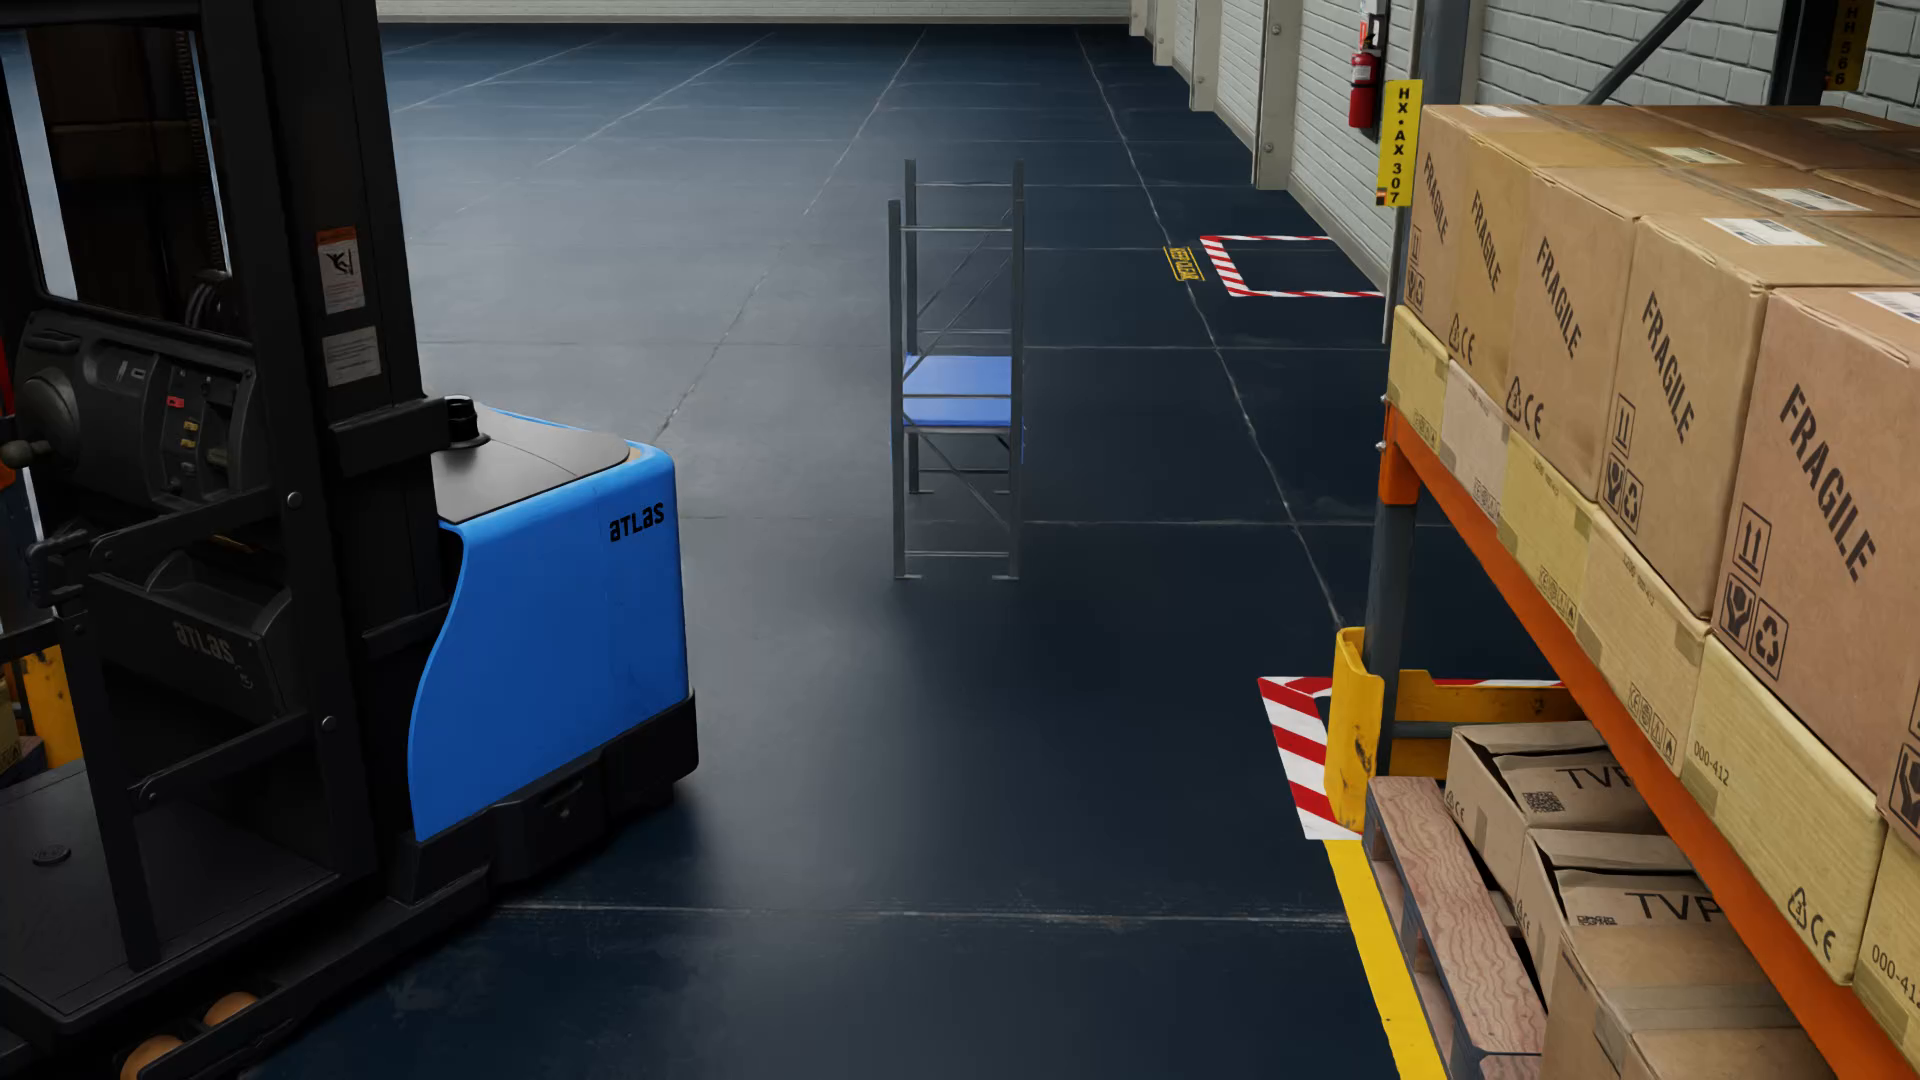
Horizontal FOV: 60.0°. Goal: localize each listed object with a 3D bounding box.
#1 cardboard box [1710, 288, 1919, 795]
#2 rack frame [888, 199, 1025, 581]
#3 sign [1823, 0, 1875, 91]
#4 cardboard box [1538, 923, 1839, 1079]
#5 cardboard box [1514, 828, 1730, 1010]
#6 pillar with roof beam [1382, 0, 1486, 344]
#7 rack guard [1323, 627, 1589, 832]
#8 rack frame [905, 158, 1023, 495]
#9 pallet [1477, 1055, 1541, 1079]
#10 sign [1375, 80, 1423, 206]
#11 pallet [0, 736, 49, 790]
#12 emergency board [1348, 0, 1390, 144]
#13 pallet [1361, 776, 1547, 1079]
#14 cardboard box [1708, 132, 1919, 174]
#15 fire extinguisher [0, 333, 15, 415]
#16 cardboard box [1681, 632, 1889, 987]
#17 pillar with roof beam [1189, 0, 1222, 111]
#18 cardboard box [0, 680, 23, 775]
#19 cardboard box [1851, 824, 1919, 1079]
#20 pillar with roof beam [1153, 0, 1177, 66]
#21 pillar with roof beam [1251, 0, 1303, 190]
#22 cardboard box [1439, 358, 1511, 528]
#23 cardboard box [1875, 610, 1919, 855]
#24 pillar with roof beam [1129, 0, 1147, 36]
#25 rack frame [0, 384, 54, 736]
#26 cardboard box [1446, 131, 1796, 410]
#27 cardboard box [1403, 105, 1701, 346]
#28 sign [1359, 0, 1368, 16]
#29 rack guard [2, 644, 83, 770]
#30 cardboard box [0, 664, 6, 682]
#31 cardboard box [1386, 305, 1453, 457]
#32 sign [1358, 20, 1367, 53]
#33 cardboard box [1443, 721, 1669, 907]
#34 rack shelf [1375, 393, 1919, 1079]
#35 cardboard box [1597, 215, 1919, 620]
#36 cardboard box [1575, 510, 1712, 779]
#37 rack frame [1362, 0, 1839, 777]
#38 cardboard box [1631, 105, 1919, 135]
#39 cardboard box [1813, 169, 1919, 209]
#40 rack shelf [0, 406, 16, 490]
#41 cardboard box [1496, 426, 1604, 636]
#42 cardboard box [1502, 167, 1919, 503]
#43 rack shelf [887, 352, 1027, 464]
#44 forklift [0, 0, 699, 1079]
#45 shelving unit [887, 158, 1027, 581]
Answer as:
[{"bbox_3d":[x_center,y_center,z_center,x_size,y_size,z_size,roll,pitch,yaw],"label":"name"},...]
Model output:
[{"bbox_3d":[1.318,-0.011,2.054,0.500,0.500,0.500,0,21,0],"label":"cardboard box"},{"bbox_3d":[-0.013,-0.546,6.363,0.500,1.500,0.032,1,21,2],"label":"rack frame"},{"bbox_3d":[2.253,-1.306,4.209,0.100,0.325,0.005,1,21,2],"label":"sign"},{"bbox_3d":[1.498,1.048,3.027,0.700,0.500,0.500,-1,21,-2],"label":"cardboard box"},{"bbox_3d":[1.571,0.872,3.744,0.500,0.311,0.500,2,21,6],"label":"cardboard box"},{"bbox_3d":[-1.578,-5.383,8.462,9.100,9.000,0.400,1,21,2],"label":"pillar with roof beam"},{"bbox_3d":[1.697,0.561,4.892,1.175,0.500,0.348,1,21,2],"label":"rack guard"},{"bbox_3d":[0.018,-0.914,7.311,0.500,1.500,0.032,1,21,2],"label":"rack frame"},{"bbox_3d":[1.597,1.429,3.054,1.003,0.211,1.213,1,21,2],"label":"pallet"},{"bbox_3d":[1.156,-1.041,4.369,0.100,0.325,0.005,1,21,2],"label":"sign"},{"bbox_3d":[-3.234,0.892,4.438,1.003,0.211,1.213,1,21,2],"label":"pallet"},{"bbox_3d":[2.838,-3.432,11.726,0.194,1.169,0.643,1,21,2],"label":"emergency board"},{"bbox_3d":[1.636,0.989,4.188,1.003,0.211,1.213,1,21,2],"label":"pallet"},{"bbox_3d":[1.872,-0.566,3.484,0.500,0.500,0.500,1,21,2],"label":"cardboard box"},{"bbox_3d":[-2.785,-0.686,4.758,0.296,0.674,0.183,1,21,2],"label":"fire extinguisher"},{"bbox_3d":[1.312,0.338,2.190,0.500,0.250,0.500,1,21,1],"label":"cardboard box"},{"bbox_3d":[-1.213,-9.722,19.644,9.100,9.000,0.400,1,21,2],"label":"pillar with roof beam"},{"bbox_3d":[-2.974,0.598,4.561,0.500,0.250,0.500,1,21,2],"label":"cardboard box"},{"bbox_3d":[1.312,0.520,1.721,0.500,0.250,0.500,1,21,2],"label":"cardboard box"},{"bbox_3d":[-1.031,-11.891,25.235,9.100,9.000,0.400,1,21,2],"label":"pillar with roof beam"},{"bbox_3d":[-1.396,-7.552,14.053,9.100,9.000,0.400,1,21,2],"label":"pillar with roof beam"},{"bbox_3d":[1.365,-0.210,3.604,0.500,0.250,0.500,0,21,0],"label":"cardboard box"},{"bbox_3d":[1.292,0.171,1.585,0.500,0.500,0.500,1,21,1],"label":"cardboard box"},{"bbox_3d":[-0.848,-14.060,30.826,9.100,9.000,0.400,1,21,2],"label":"pillar with roof beam"},{"bbox_3d":[-3.253,-0.685,4.647,1.000,3.000,0.127,1,21,2],"label":"rack frame"},{"bbox_3d":[1.359,-0.573,3.502,0.500,0.500,0.500,1,21,2],"label":"cardboard box"},{"bbox_3d":[1.384,-0.751,3.962,0.500,0.500,0.500,1,21,2],"label":"cardboard box"},{"bbox_3d":[2.949,-3.893,12.132,0.001,0.109,0.331,1,21,2],"label":"sign"},{"bbox_3d":[-3.252,0.472,5.122,1.175,0.500,0.348,1,21,2],"label":"rack guard"},{"bbox_3d":[-2.972,0.249,4.425,0.500,0.500,0.500,1,21,2],"label":"cardboard box"},{"bbox_3d":[1.367,-0.398,4.088,0.500,0.250,0.500,0,21,0],"label":"cardboard box"},{"bbox_3d":[2.958,-3.647,12.232,0.001,0.329,0.234,1,21,2],"label":"sign"},{"bbox_3d":[1.588,0.666,4.275,0.500,0.311,0.500,-2,21,-4],"label":"cardboard box"},{"bbox_3d":[1.638,0.427,2.777,1.077,0.370,4.000,1,21,2],"label":"rack shelf"},{"bbox_3d":[1.333,-0.199,2.539,0.500,0.500,0.500,1,21,3],"label":"cardboard box"},{"bbox_3d":[1.326,0.157,2.658,0.500,0.250,0.500,1,21,2],"label":"cardboard box"},{"bbox_3d":[1.699,-0.632,4.510,1.000,3.000,0.127,1,21,2],"label":"rack frame"},{"bbox_3d":[1.897,-0.748,3.953,0.500,0.500,0.500,0,21,1],"label":"cardboard box"},{"bbox_3d":[1.860,-0.379,3.002,0.500,0.500,0.500,0,21,0],"label":"cardboard box"},{"bbox_3d":[-3.314,0.374,2.914,1.077,0.370,4.000,1,21,2],"label":"rack shelf"},{"bbox_3d":[1.344,-0.026,3.129,0.500,0.250,0.500,0,21,1],"label":"cardboard box"},{"bbox_3d":[1.337,-0.386,3.020,0.500,0.500,0.500,0,21,0],"label":"cardboard box"},{"bbox_3d":[0.003,-0.562,6.902,0.538,0.185,1.000,1,21,2],"label":"rack shelf"},{"bbox_3d":[-2.041,-0.280,3.699,1.130,2.935,3.031,14,25,32],"label":"forklift"},{"bbox_3d":[0.003,-0.730,6.837,0.538,1.500,1.048,1,21,2],"label":"shelving unit"}]
